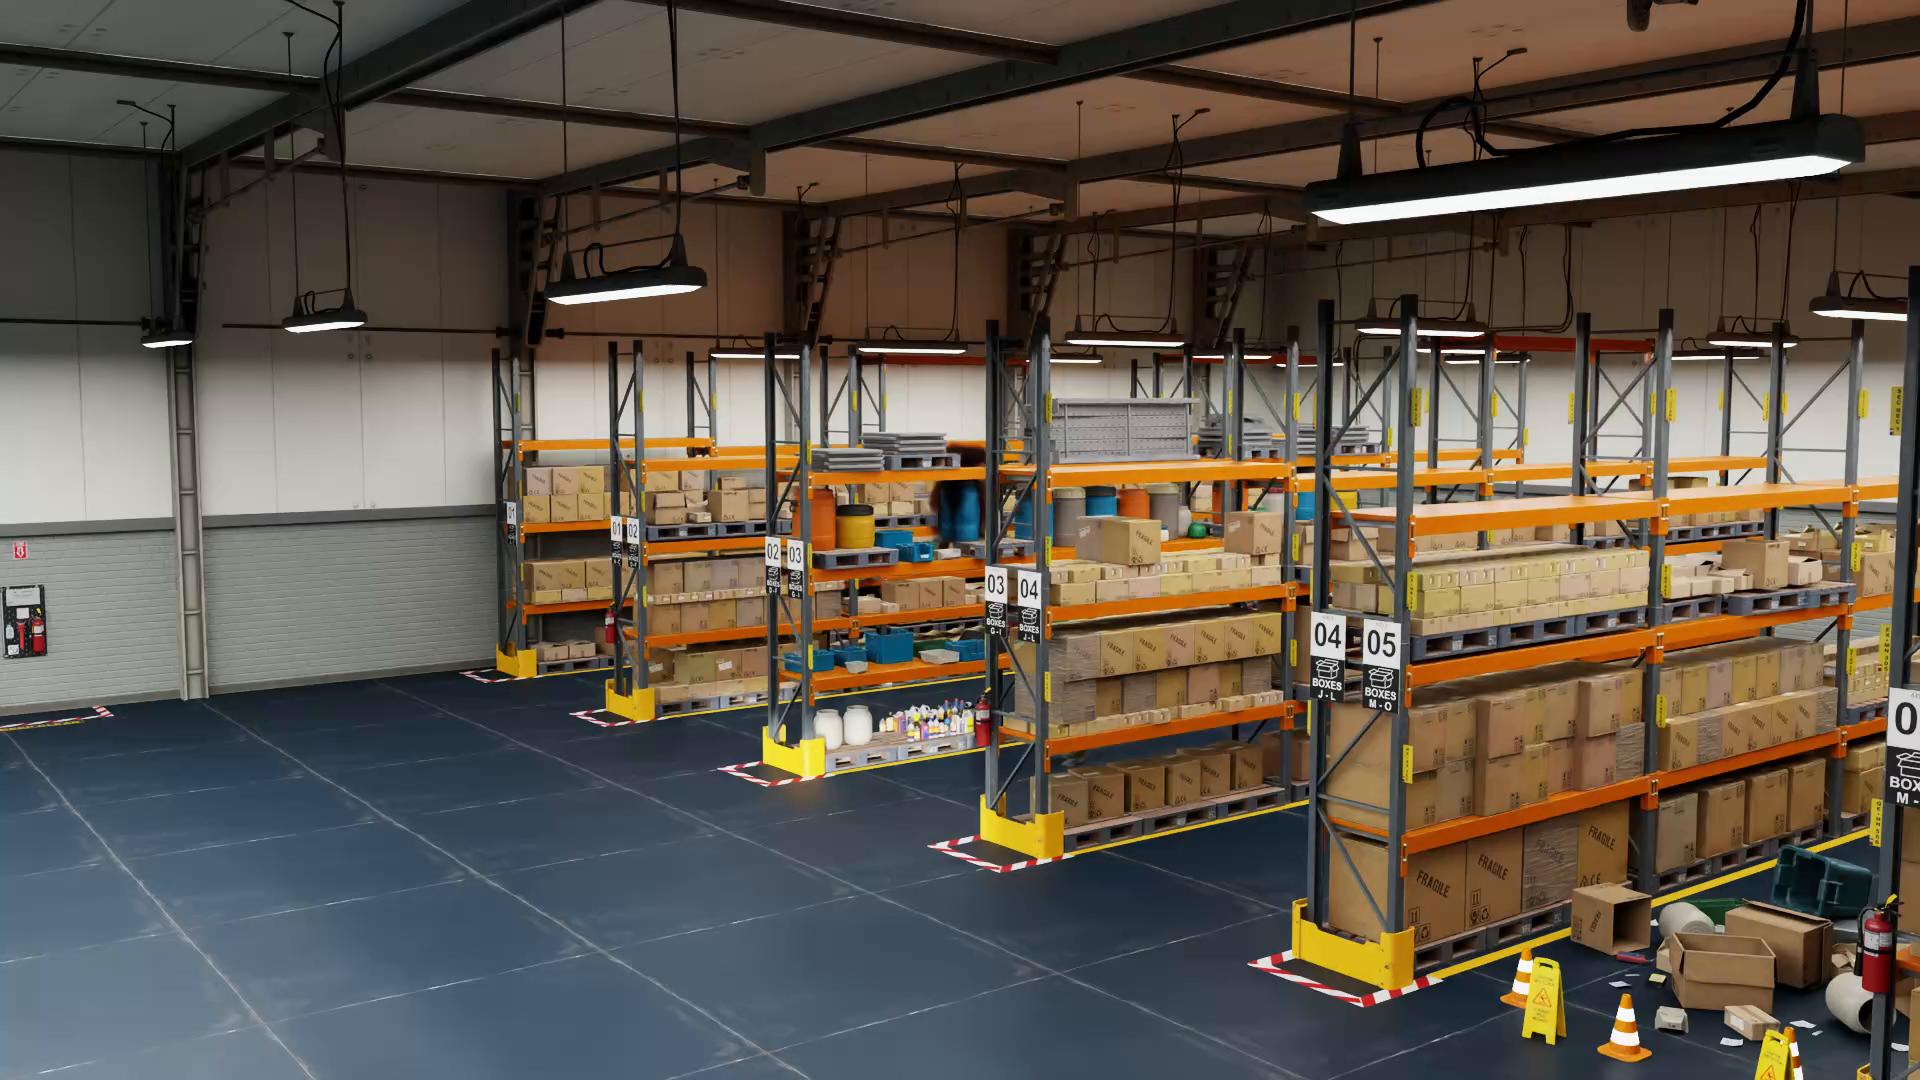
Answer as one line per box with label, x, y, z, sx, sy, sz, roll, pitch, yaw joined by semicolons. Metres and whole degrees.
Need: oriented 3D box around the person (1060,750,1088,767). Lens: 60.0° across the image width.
person;1.588;2.246;23.333;0.454;1.806;0.615;0;5;3
